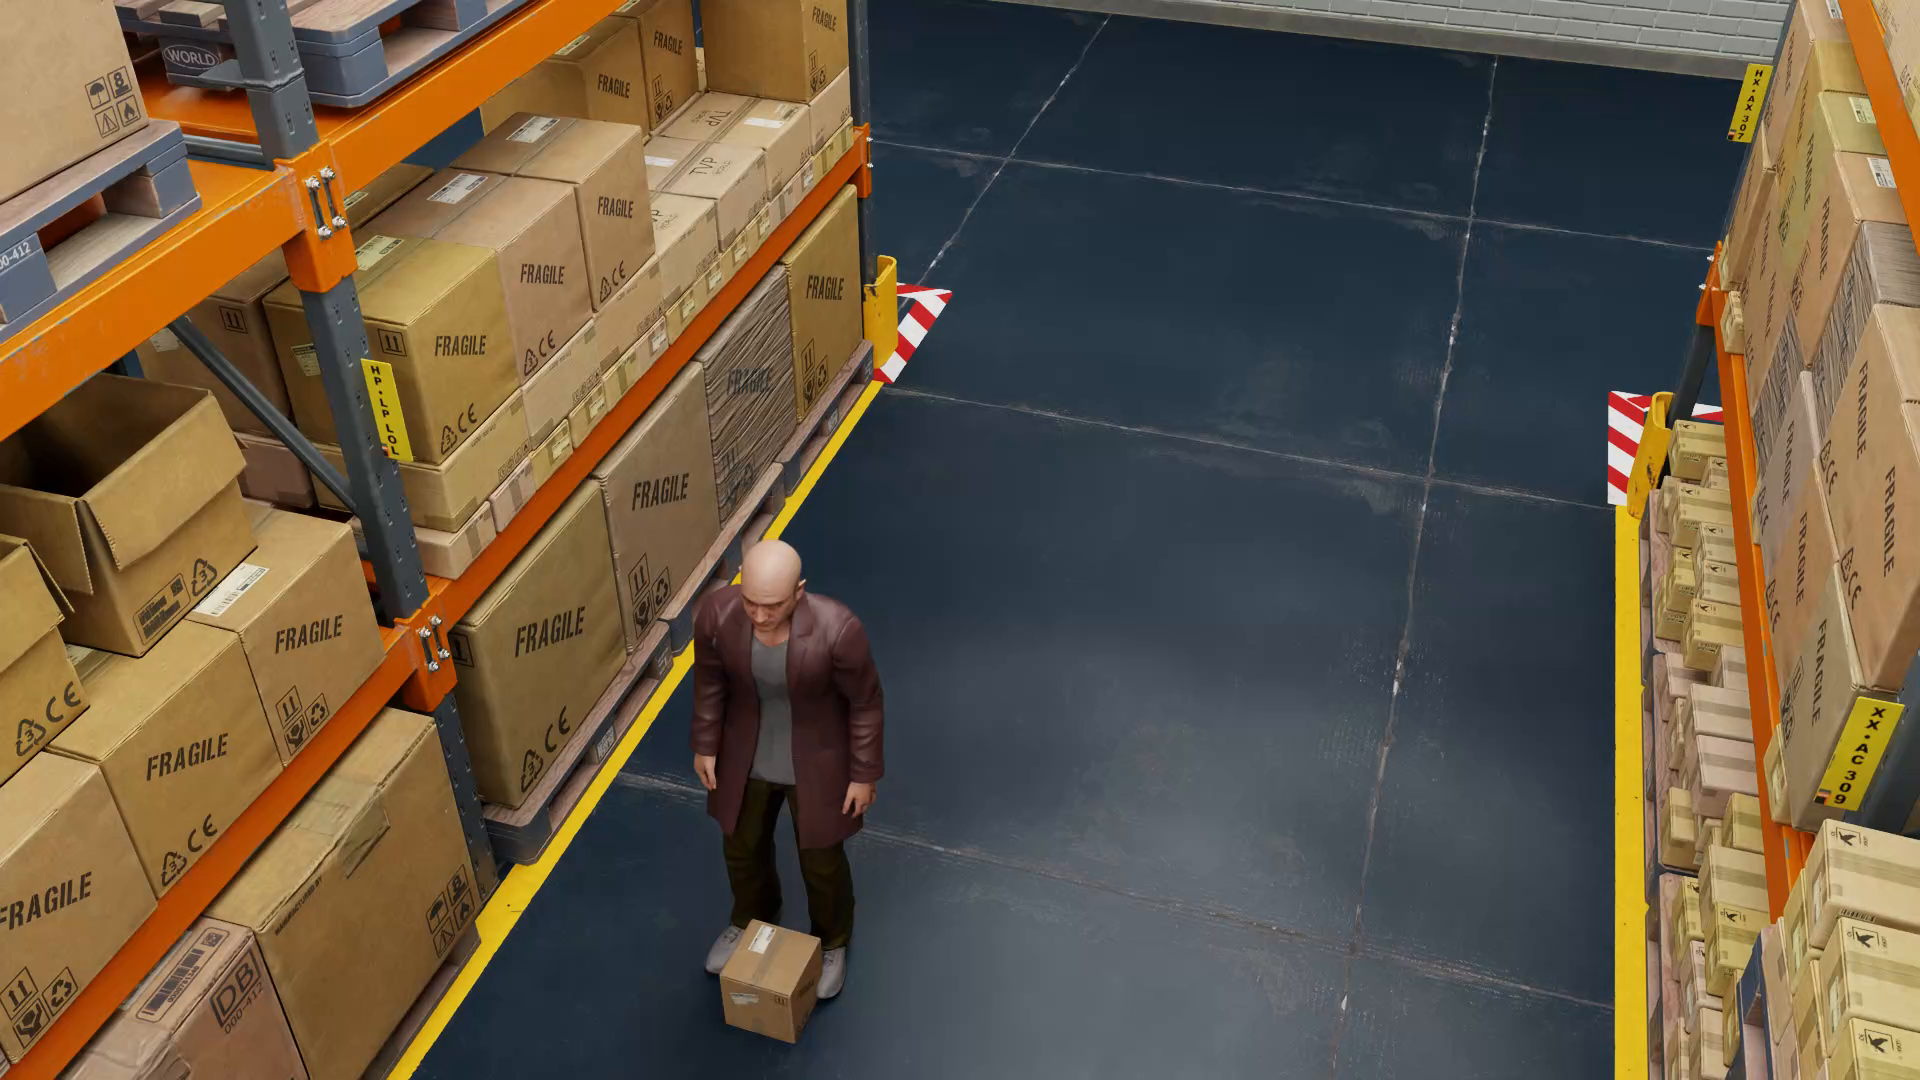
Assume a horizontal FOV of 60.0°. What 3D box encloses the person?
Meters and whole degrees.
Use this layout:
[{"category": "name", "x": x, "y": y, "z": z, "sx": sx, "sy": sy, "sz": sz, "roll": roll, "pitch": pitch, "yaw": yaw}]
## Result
[{"category": "person", "x": -0.547, "y": 0.698, "z": 5.222, "sx": 0.640, "sy": 1.772, "sz": 0.428, "roll": 9, "pitch": 38, "yaw": 12}]
